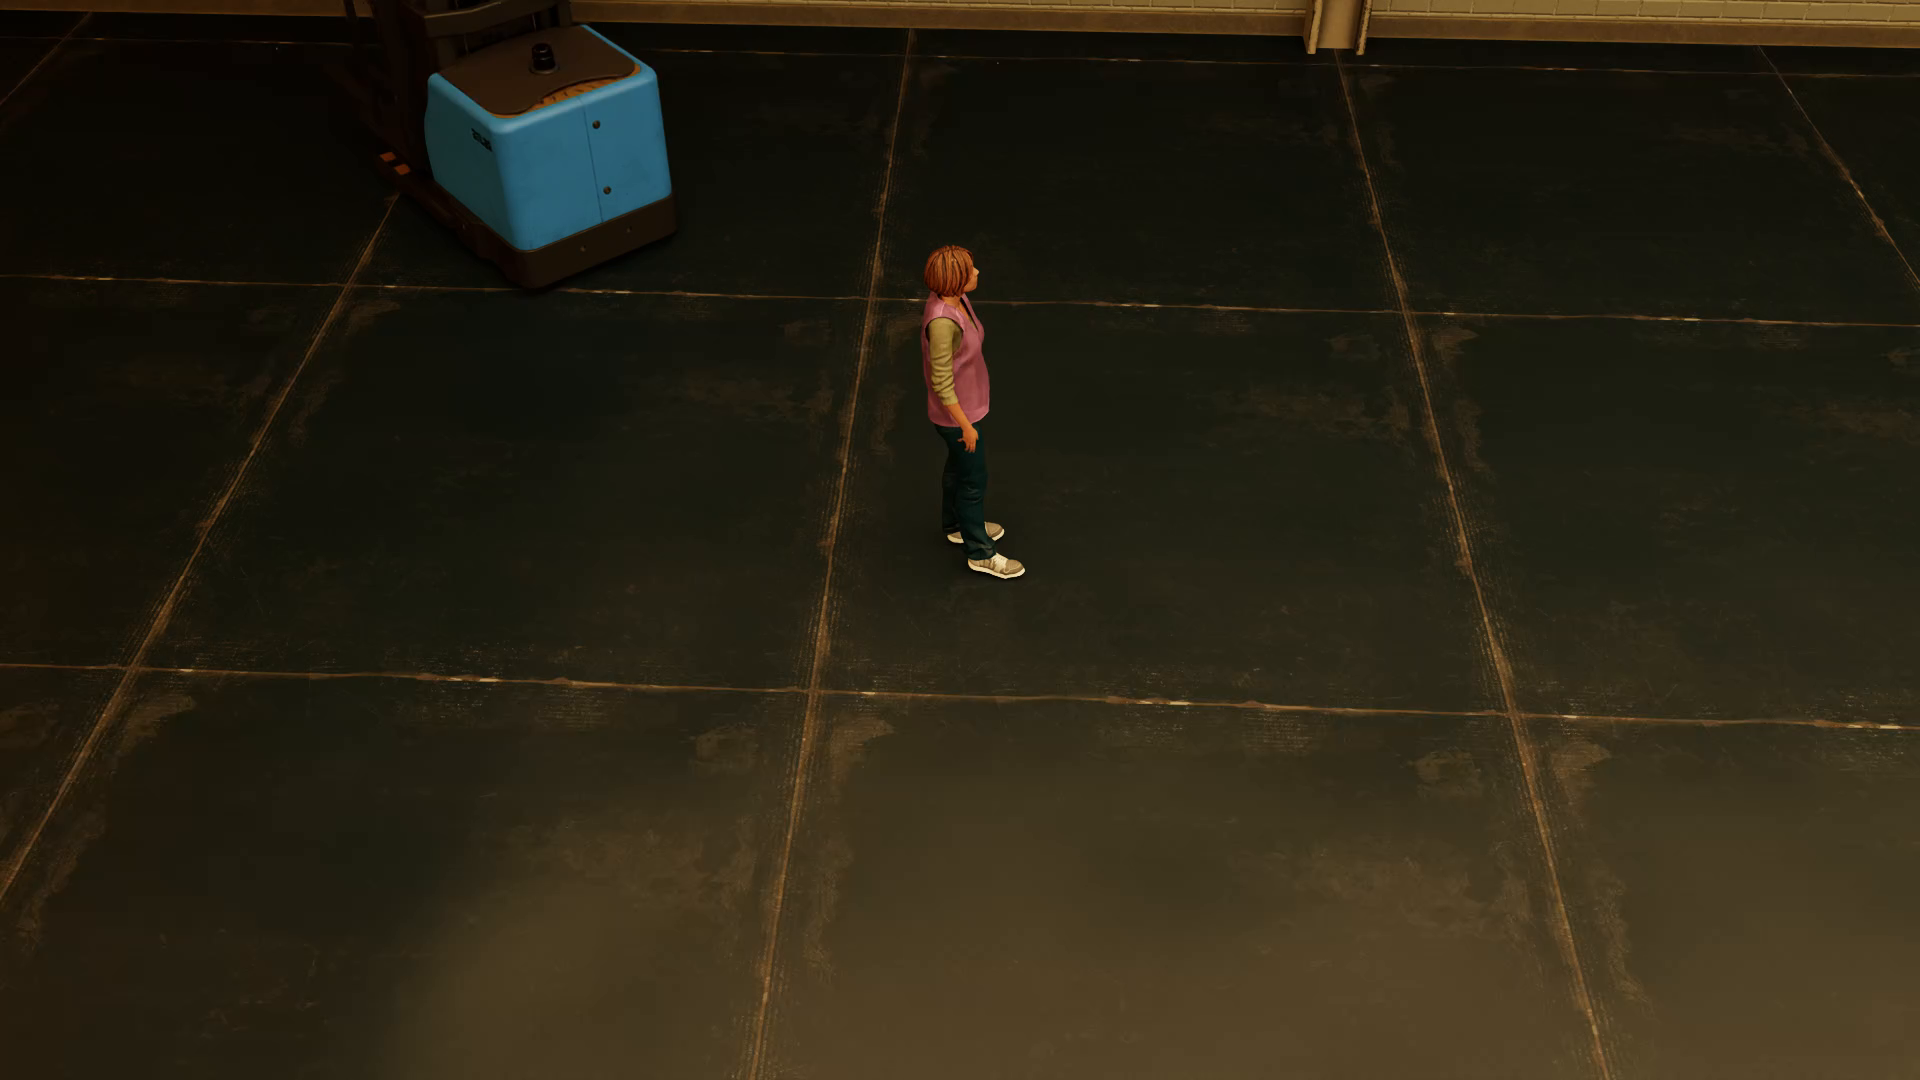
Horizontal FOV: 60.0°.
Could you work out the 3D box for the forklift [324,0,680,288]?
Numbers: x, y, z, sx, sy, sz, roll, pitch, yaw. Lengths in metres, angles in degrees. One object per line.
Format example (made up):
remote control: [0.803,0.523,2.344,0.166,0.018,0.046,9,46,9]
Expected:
forklift: [-2.992,-3.426,9.495,1.130,2.935,3.031,-30,50,-28]

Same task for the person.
person: [0.073,-0.584,7.360,0.475,1.596,0.520,2,42,2]
